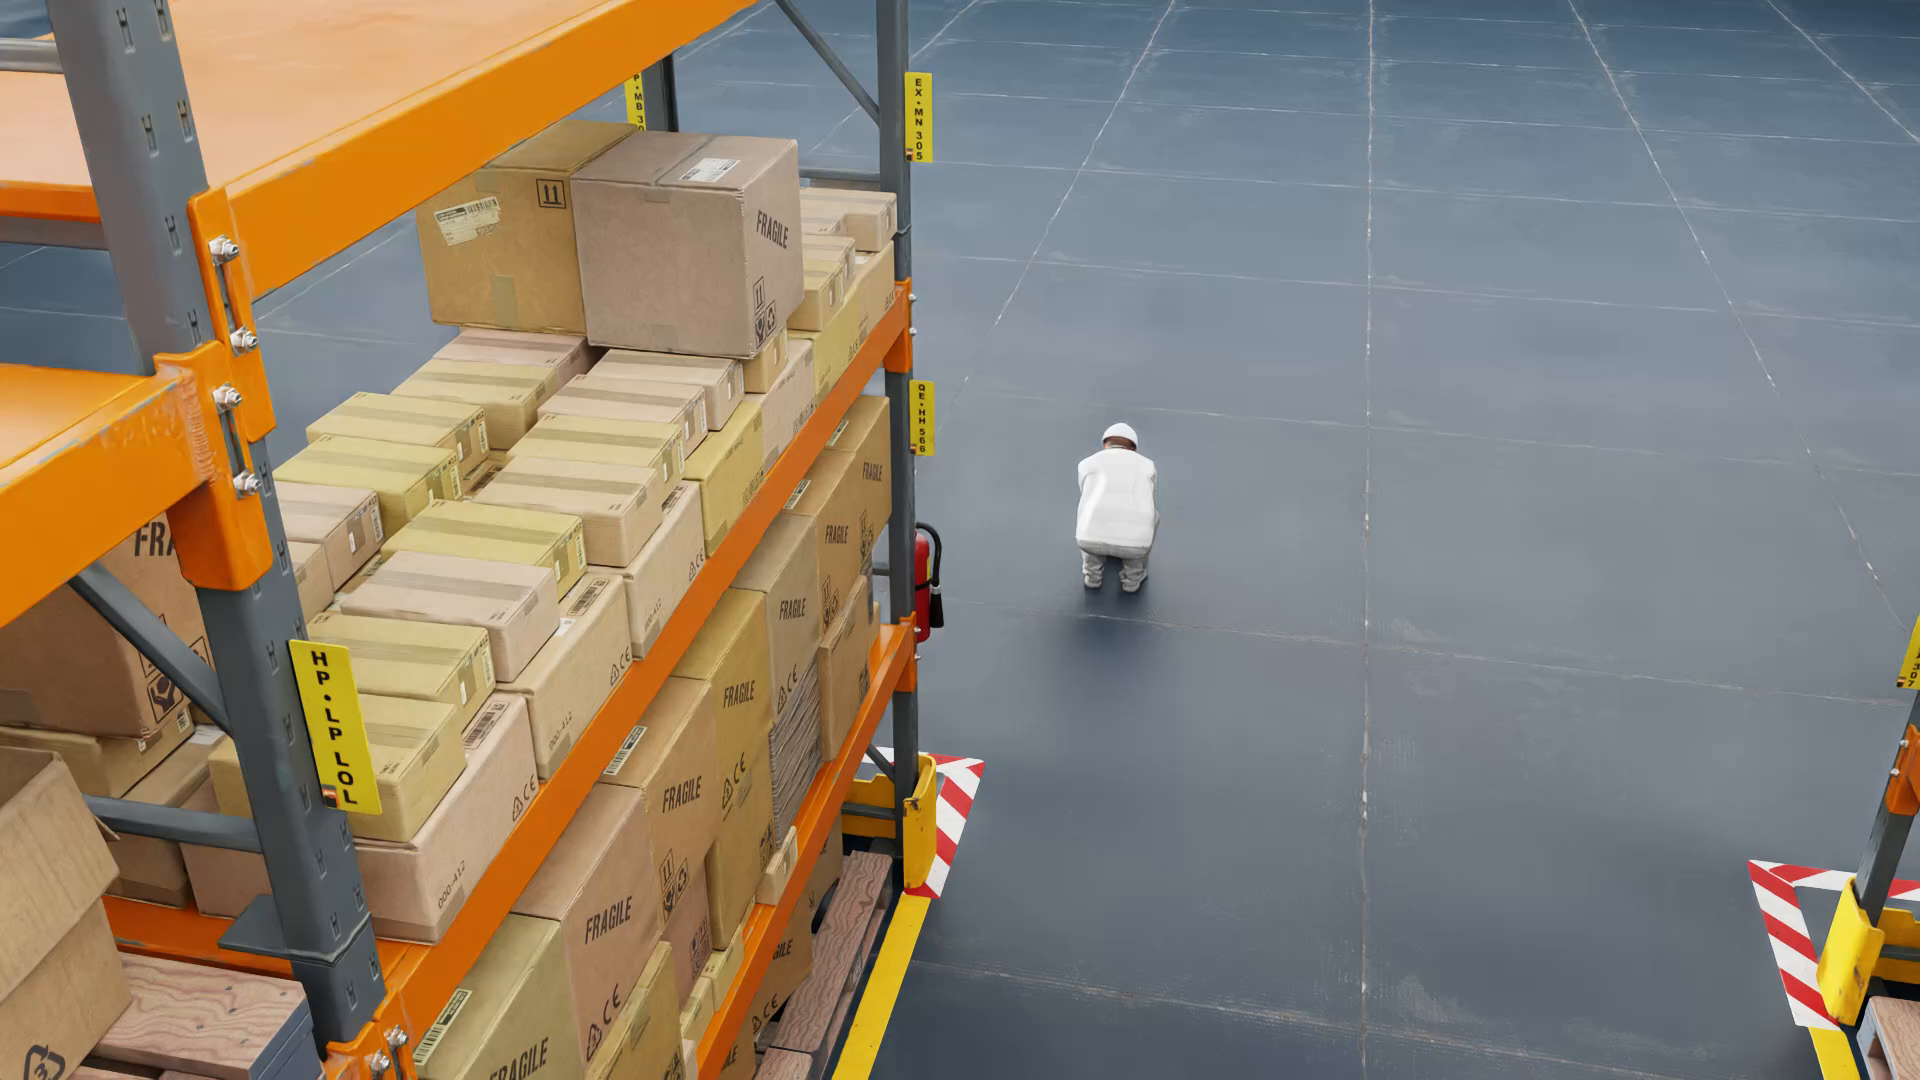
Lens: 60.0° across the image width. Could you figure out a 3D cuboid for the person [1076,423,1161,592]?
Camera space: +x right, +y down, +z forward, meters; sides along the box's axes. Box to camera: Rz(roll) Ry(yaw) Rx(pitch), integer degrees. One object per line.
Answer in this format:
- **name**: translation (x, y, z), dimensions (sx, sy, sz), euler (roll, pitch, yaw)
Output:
- **person**: translation (0.941, -0.149, 9.944), dimensions (0.508, 0.852, 0.948), euler (6, 29, 10)
